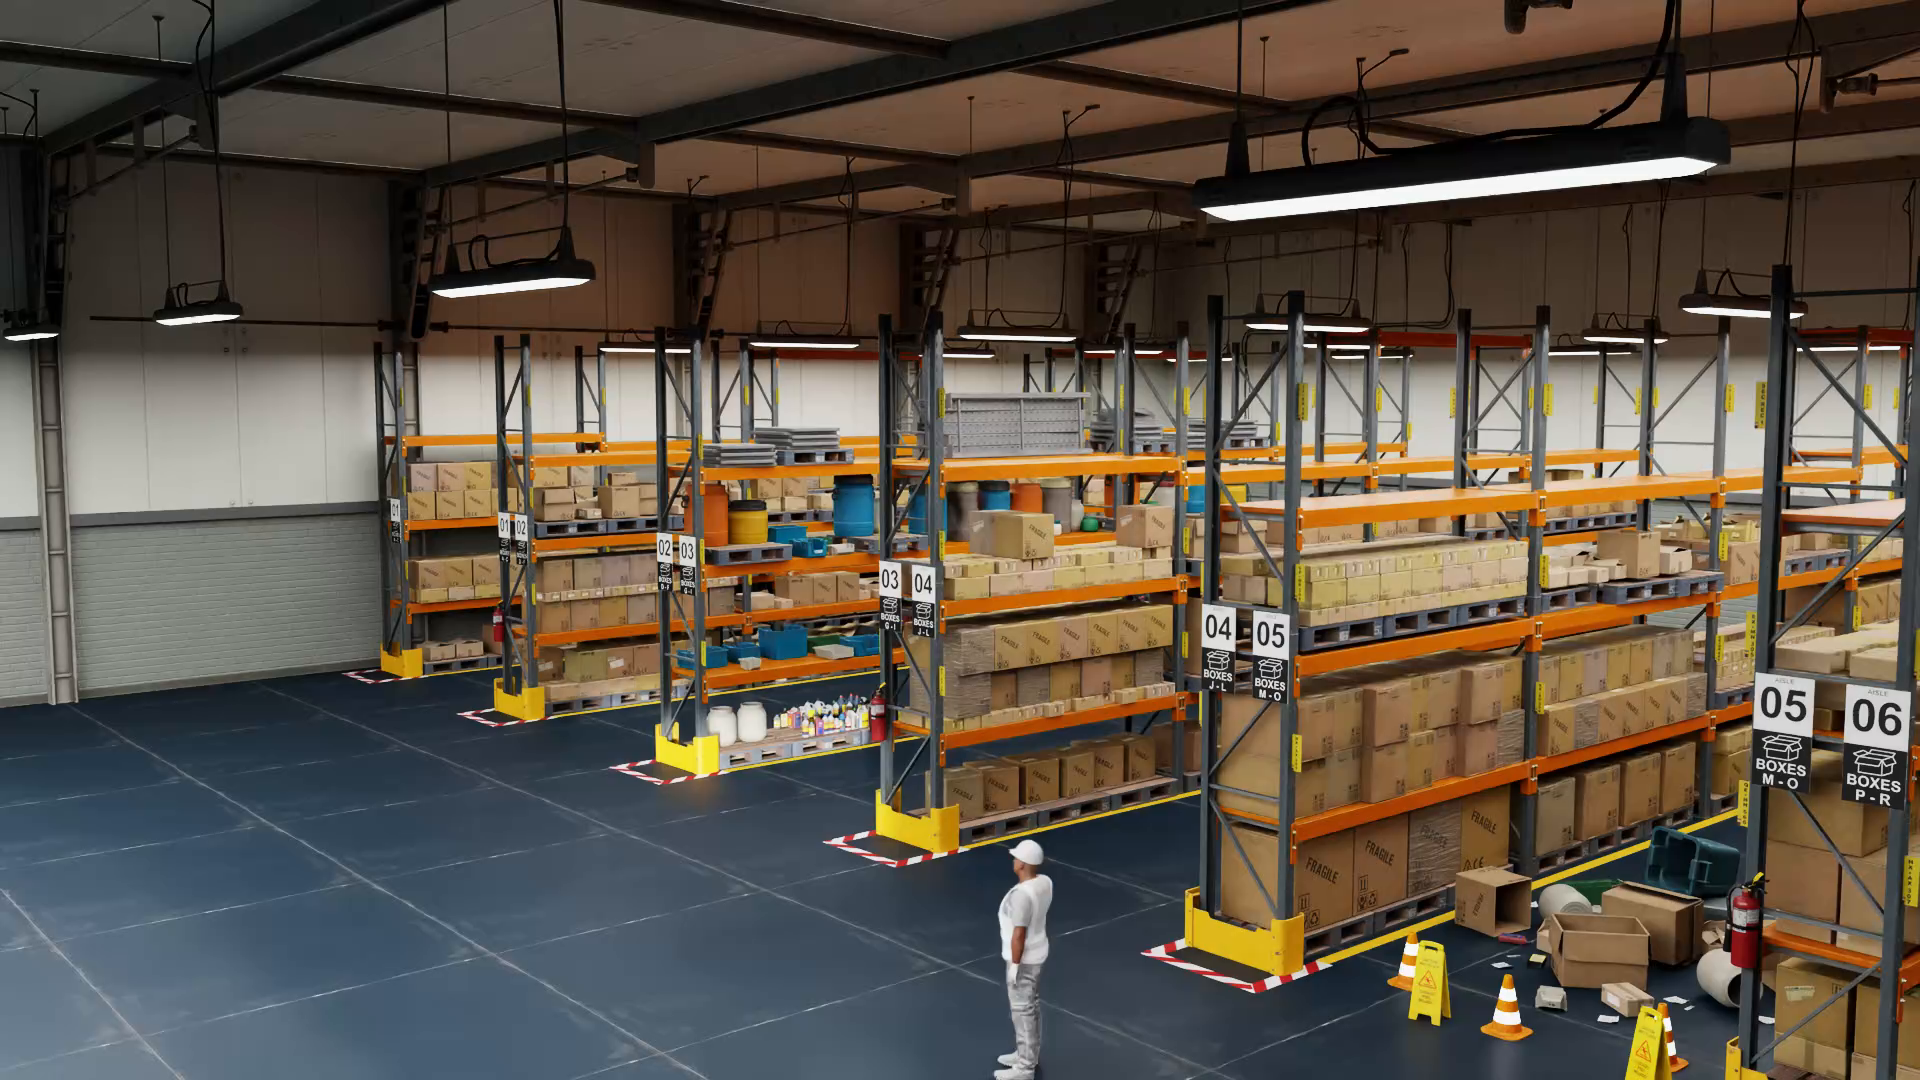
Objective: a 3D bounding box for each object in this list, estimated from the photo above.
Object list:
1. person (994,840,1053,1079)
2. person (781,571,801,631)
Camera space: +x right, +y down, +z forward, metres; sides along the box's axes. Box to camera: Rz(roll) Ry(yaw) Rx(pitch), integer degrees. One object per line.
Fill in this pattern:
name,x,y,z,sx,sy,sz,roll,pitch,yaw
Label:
person,0.469,3.129,12.486,0.412,1.790,0.608,1,5,12
person,-3.304,1.368,32.683,0.840,1.625,0.422,-5,7,-43
